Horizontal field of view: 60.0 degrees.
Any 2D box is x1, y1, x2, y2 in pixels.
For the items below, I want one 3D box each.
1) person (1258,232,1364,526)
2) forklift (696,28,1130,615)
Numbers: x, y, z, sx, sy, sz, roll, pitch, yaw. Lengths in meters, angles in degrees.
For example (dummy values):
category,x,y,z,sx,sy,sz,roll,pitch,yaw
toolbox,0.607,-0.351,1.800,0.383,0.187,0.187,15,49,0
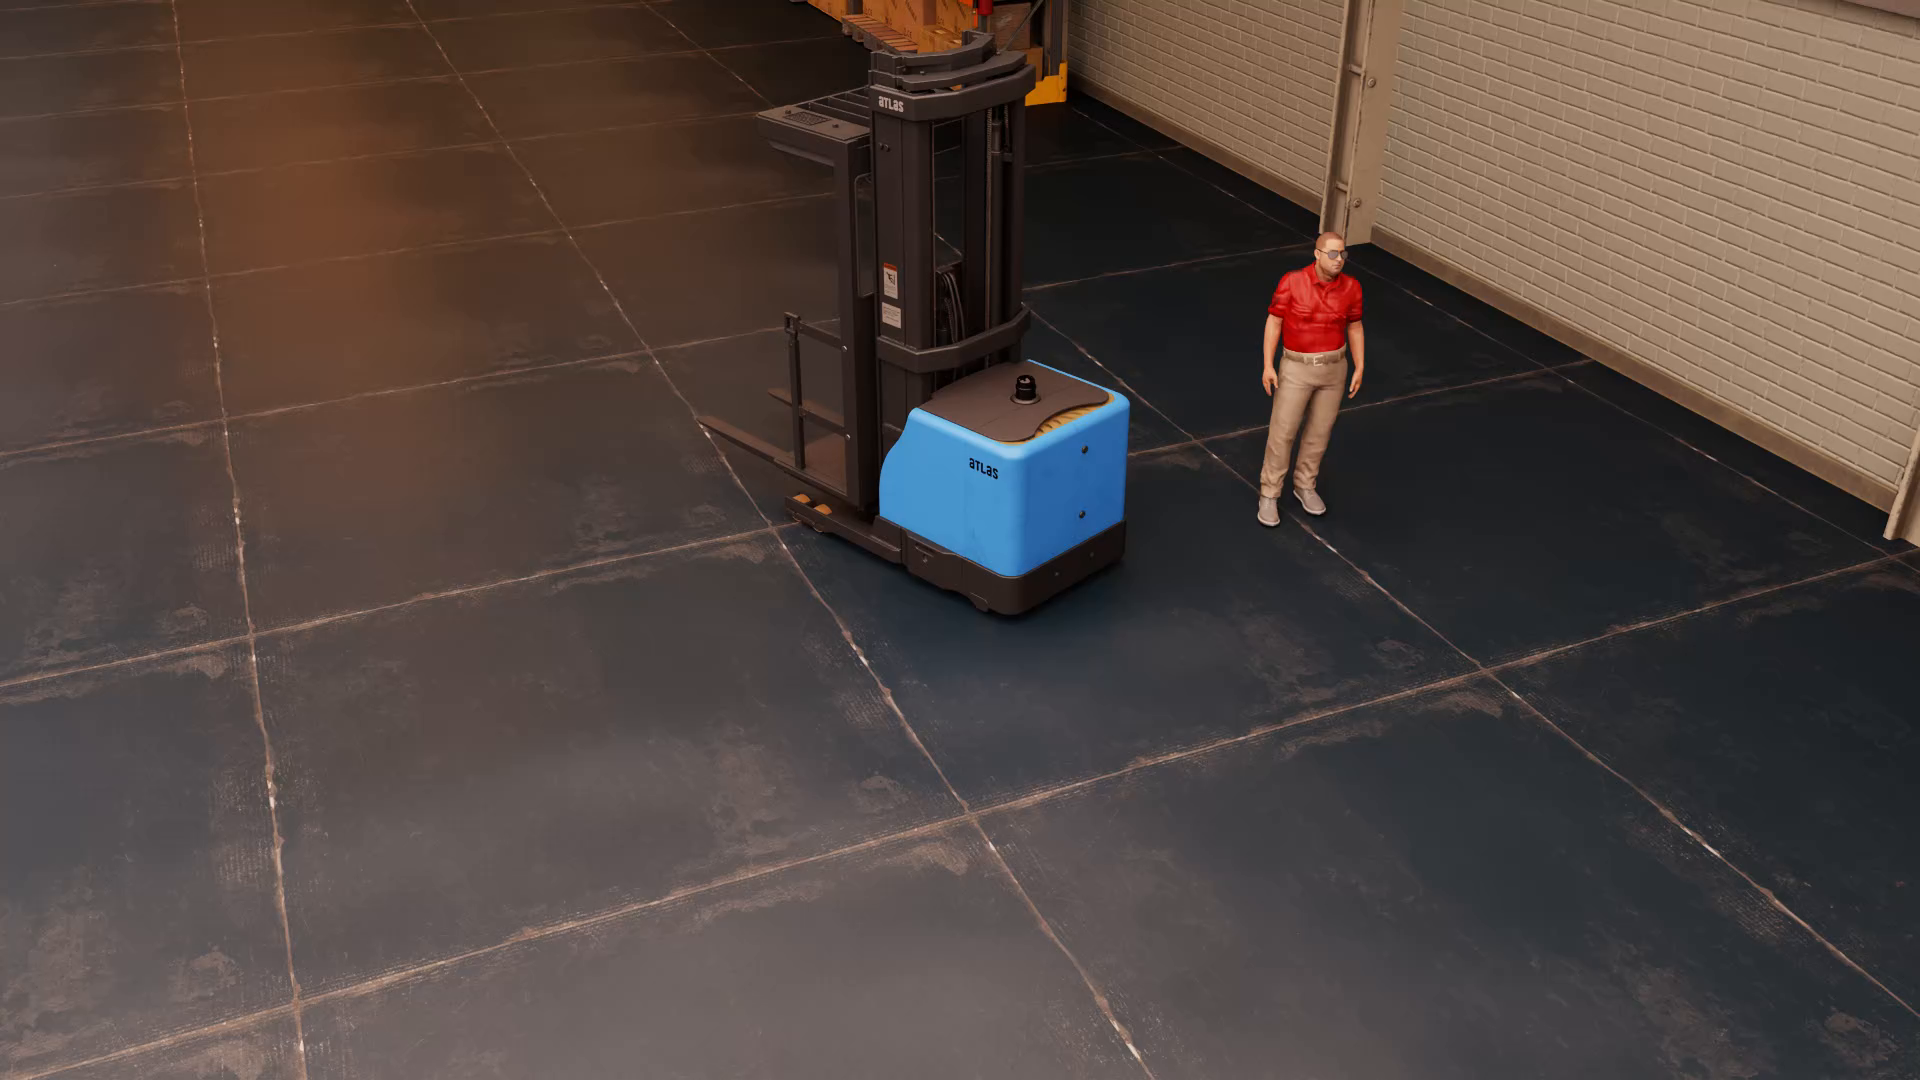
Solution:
category,x,y,z,sx,sy,sz,roll,pitch,yaw
person,2.139,-0.971,10.014,0.640,1.727,0.550,-3,30,-5
forklift,-0.436,-1.483,9.714,3.031,2.935,1.130,26,39,37
